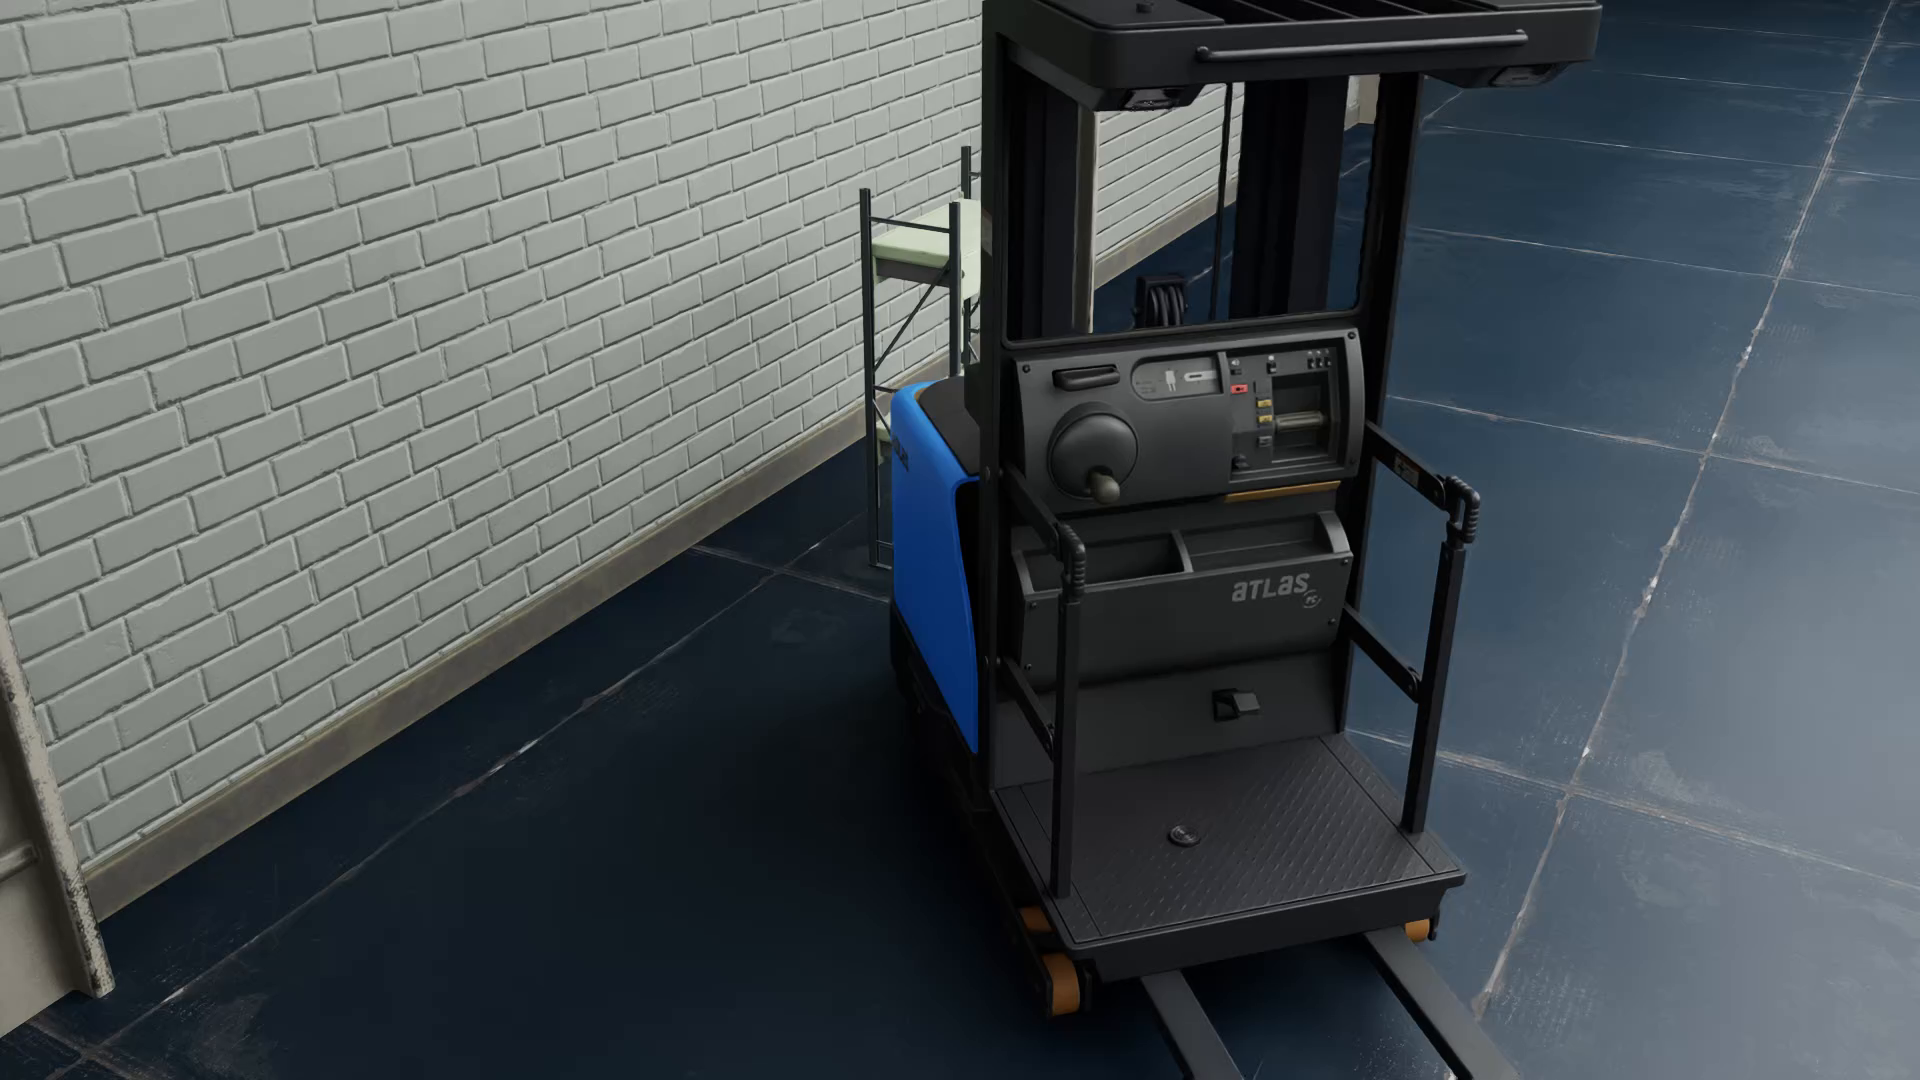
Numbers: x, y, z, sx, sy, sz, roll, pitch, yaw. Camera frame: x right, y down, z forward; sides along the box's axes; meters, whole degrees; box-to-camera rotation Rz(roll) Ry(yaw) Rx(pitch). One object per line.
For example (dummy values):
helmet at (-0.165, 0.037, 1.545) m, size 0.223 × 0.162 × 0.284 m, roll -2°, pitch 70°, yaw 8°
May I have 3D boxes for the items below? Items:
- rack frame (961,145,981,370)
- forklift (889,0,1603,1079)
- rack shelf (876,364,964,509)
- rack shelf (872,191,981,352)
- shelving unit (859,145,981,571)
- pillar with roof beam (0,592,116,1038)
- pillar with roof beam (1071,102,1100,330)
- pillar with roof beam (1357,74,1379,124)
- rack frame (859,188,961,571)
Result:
rack frame at (0.183, -0.816, 6.704) m, size 0.400 × 1.500 × 0.023 m, roll 14°, pitch 30°, yaw 26°
forklift at (0.653, -0.278, 4.031) m, size 1.130 × 2.935 × 3.031 m, roll -7°, pitch 27°, yaw -14°
rack shelf at (0.003, -0.382, 6.565) m, size 0.431 × 0.370 × 0.720 m, roll 14°, pitch 30°, yaw 26°
rack shelf at (0.003, -1.022, 6.245) m, size 0.431 × 0.370 × 0.720 m, roll 14°, pitch 30°, yaw 26°
shelving unit at (0.003, -0.673, 6.419) m, size 0.431 × 1.500 × 0.755 m, roll 14°, pitch 30°, yaw 26°
pillar with roof beam at (1.289, -1.854, 0.400) m, size 9.100 × 9.000 × 0.400 m, roll 14°, pitch 30°, yaw 26°
pillar with roof beam at (4.241, -4.192, 5.071) m, size 9.100 × 9.000 × 0.400 m, roll 14°, pitch 30°, yaw 26°
pillar with roof beam at (7.193, -6.530, 9.742) m, size 9.100 × 9.000 × 0.400 m, roll 14°, pitch 30°, yaw 26°
rack frame at (-0.177, -0.531, 6.135) m, size 0.400 × 1.500 × 0.023 m, roll 14°, pitch 30°, yaw 26°
